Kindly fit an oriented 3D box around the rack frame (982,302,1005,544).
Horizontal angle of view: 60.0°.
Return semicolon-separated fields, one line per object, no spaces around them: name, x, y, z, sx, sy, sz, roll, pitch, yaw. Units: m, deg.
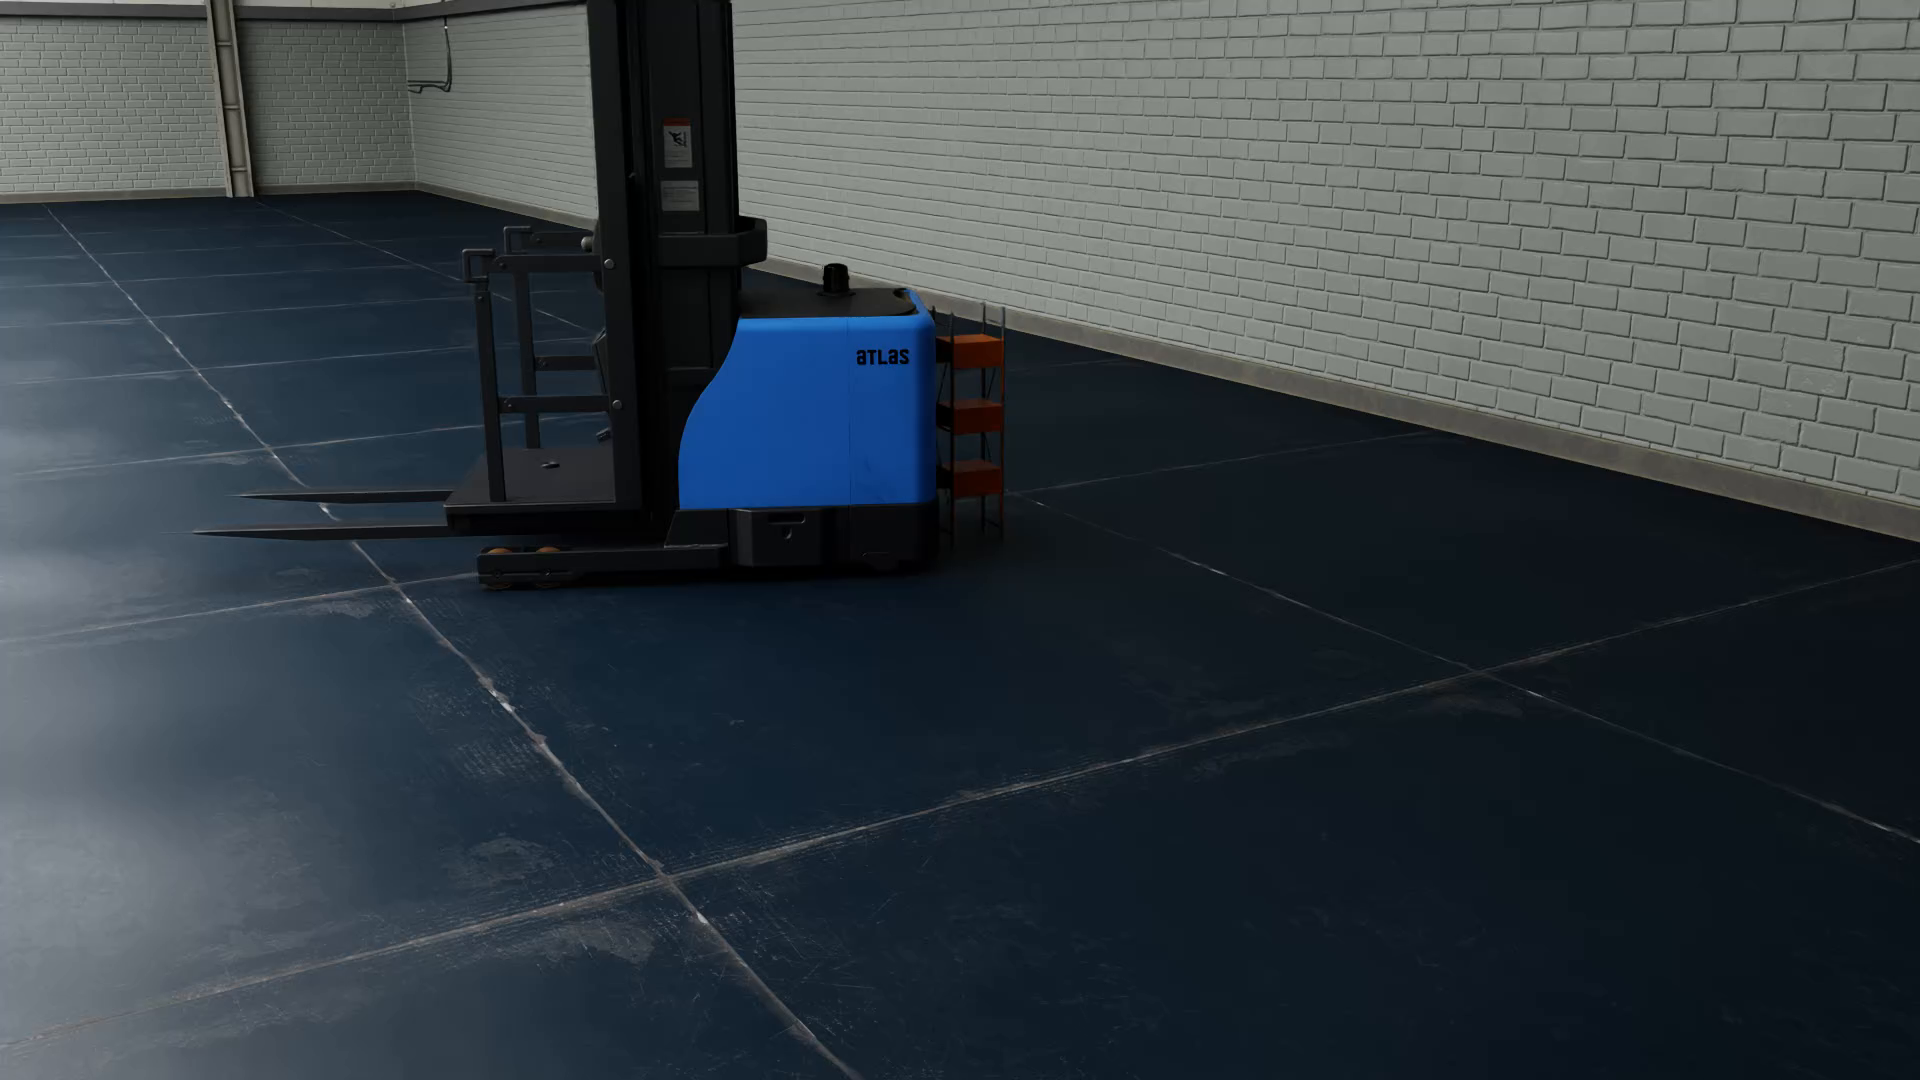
rack frame;0.145;-0.511;7.319;0.008;1.050;0.200;-8;17;-25

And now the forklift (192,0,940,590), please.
forklift;-1.636;-1.360;6.861;3.031;2.935;1.130;-2;16;-6

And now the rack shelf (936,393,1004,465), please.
rack shelf;0.036;-0.487;7.271;0.240;0.259;0.215;-8;17;-25

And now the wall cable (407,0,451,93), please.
wall cable;-9.058;-8.801;27.919;0.112;2.526;3.097;-9;18;-30

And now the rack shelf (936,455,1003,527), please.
rack shelf;0.036;-0.219;7.346;0.240;0.259;0.215;-8;17;-25

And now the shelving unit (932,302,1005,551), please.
shelving unit;0.036;-0.497;7.268;0.252;1.050;0.215;-8;17;-25

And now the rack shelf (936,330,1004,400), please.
rack shelf;0.036;-0.760;7.194;0.240;0.259;0.215;-8;17;-25

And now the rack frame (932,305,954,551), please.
rack frame;-0.074;-0.482;7.216;0.008;1.050;0.200;-8;17;-25

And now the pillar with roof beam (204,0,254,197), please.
pillar with roof beam;-10.047;-9.197;23.577;0.400;9.000;9.100;-9;18;-30
